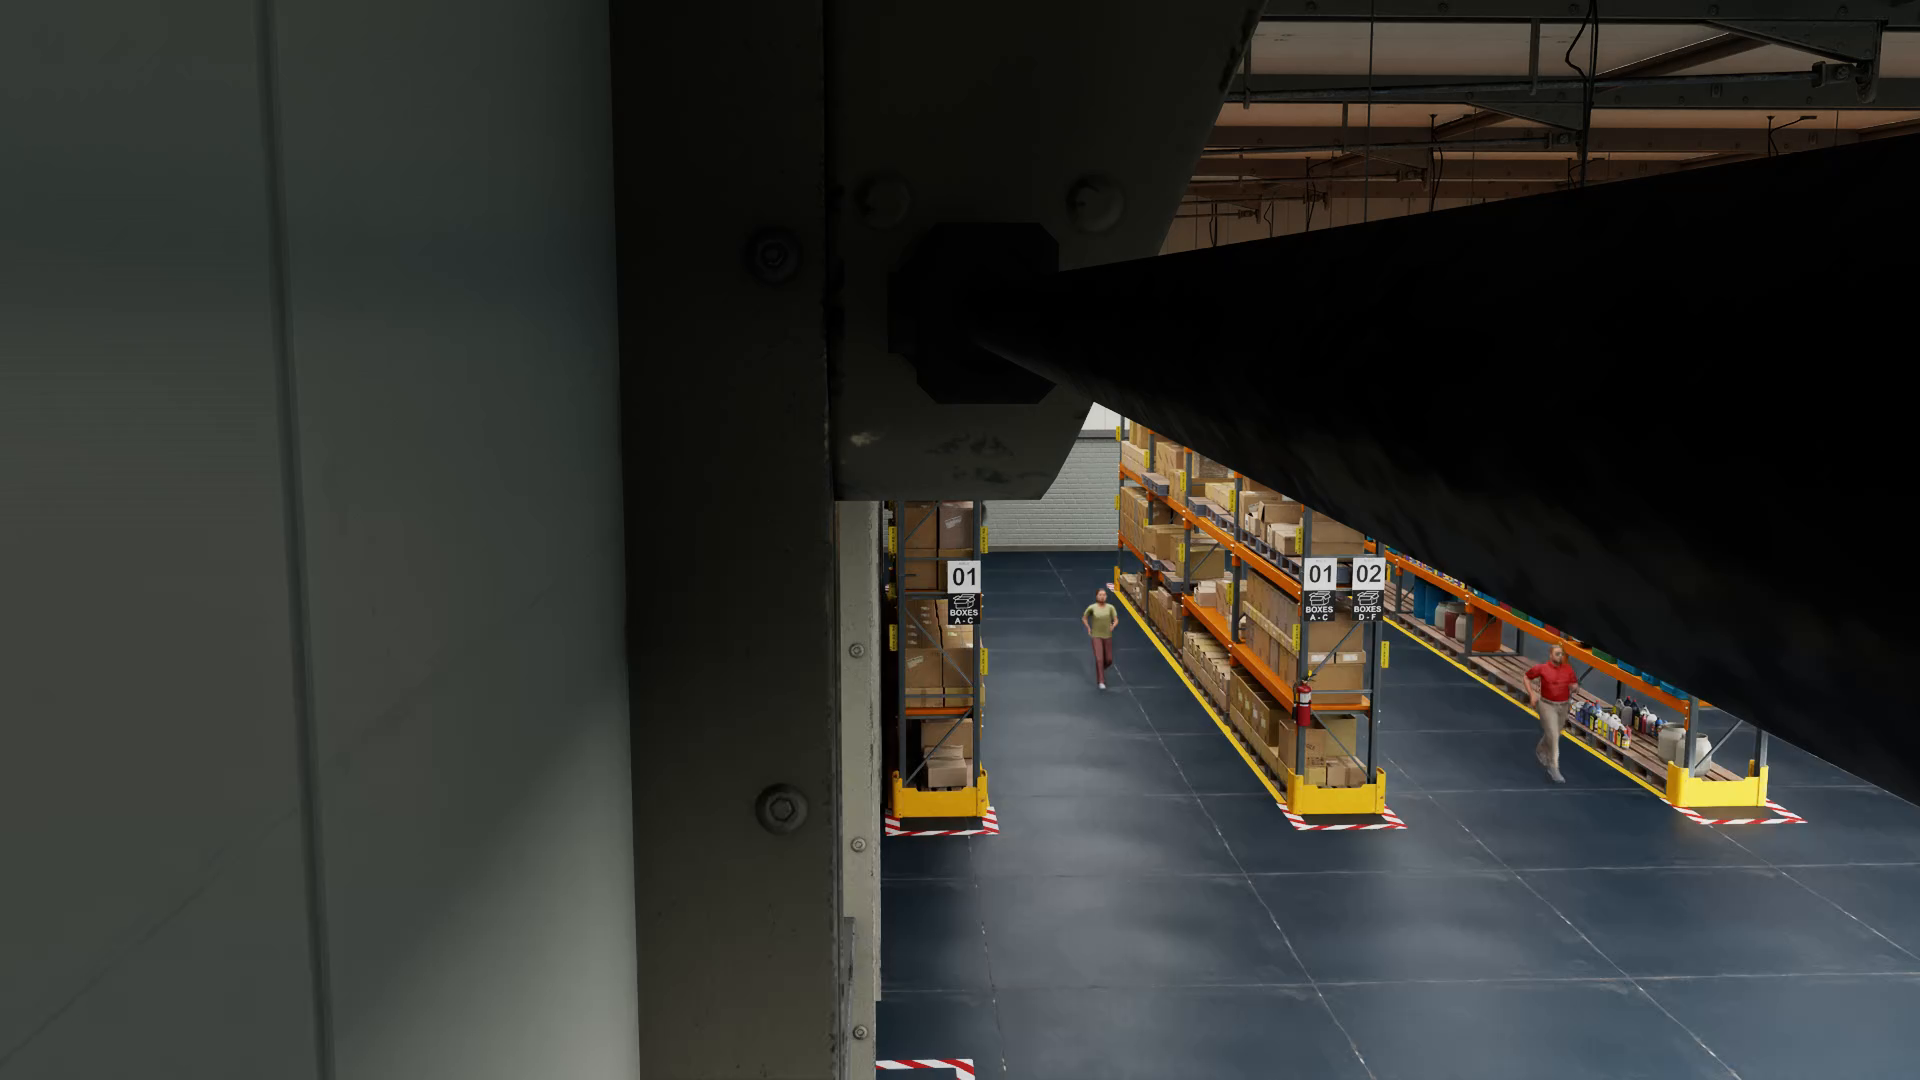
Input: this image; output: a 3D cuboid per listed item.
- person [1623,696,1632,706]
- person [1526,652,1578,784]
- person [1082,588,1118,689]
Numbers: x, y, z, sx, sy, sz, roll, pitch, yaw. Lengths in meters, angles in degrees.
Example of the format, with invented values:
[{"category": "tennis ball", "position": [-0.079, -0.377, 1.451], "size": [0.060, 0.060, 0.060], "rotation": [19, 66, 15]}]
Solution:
[{"category": "person", "position": [9.735, 0.418, 29.478], "size": [22.124, 3.380, 13.243], "rotation": [-2, 8, -14]}, {"category": "person", "position": [13.218, 1.182, 30.111], "size": [14.878, 1.694, 13.520], "rotation": [-2, 9, -15]}, {"category": "person", "position": [2.312, 1.594, 27.366], "size": [0.586, 1.628, 0.752], "rotation": [-1, 8, -5]}]
